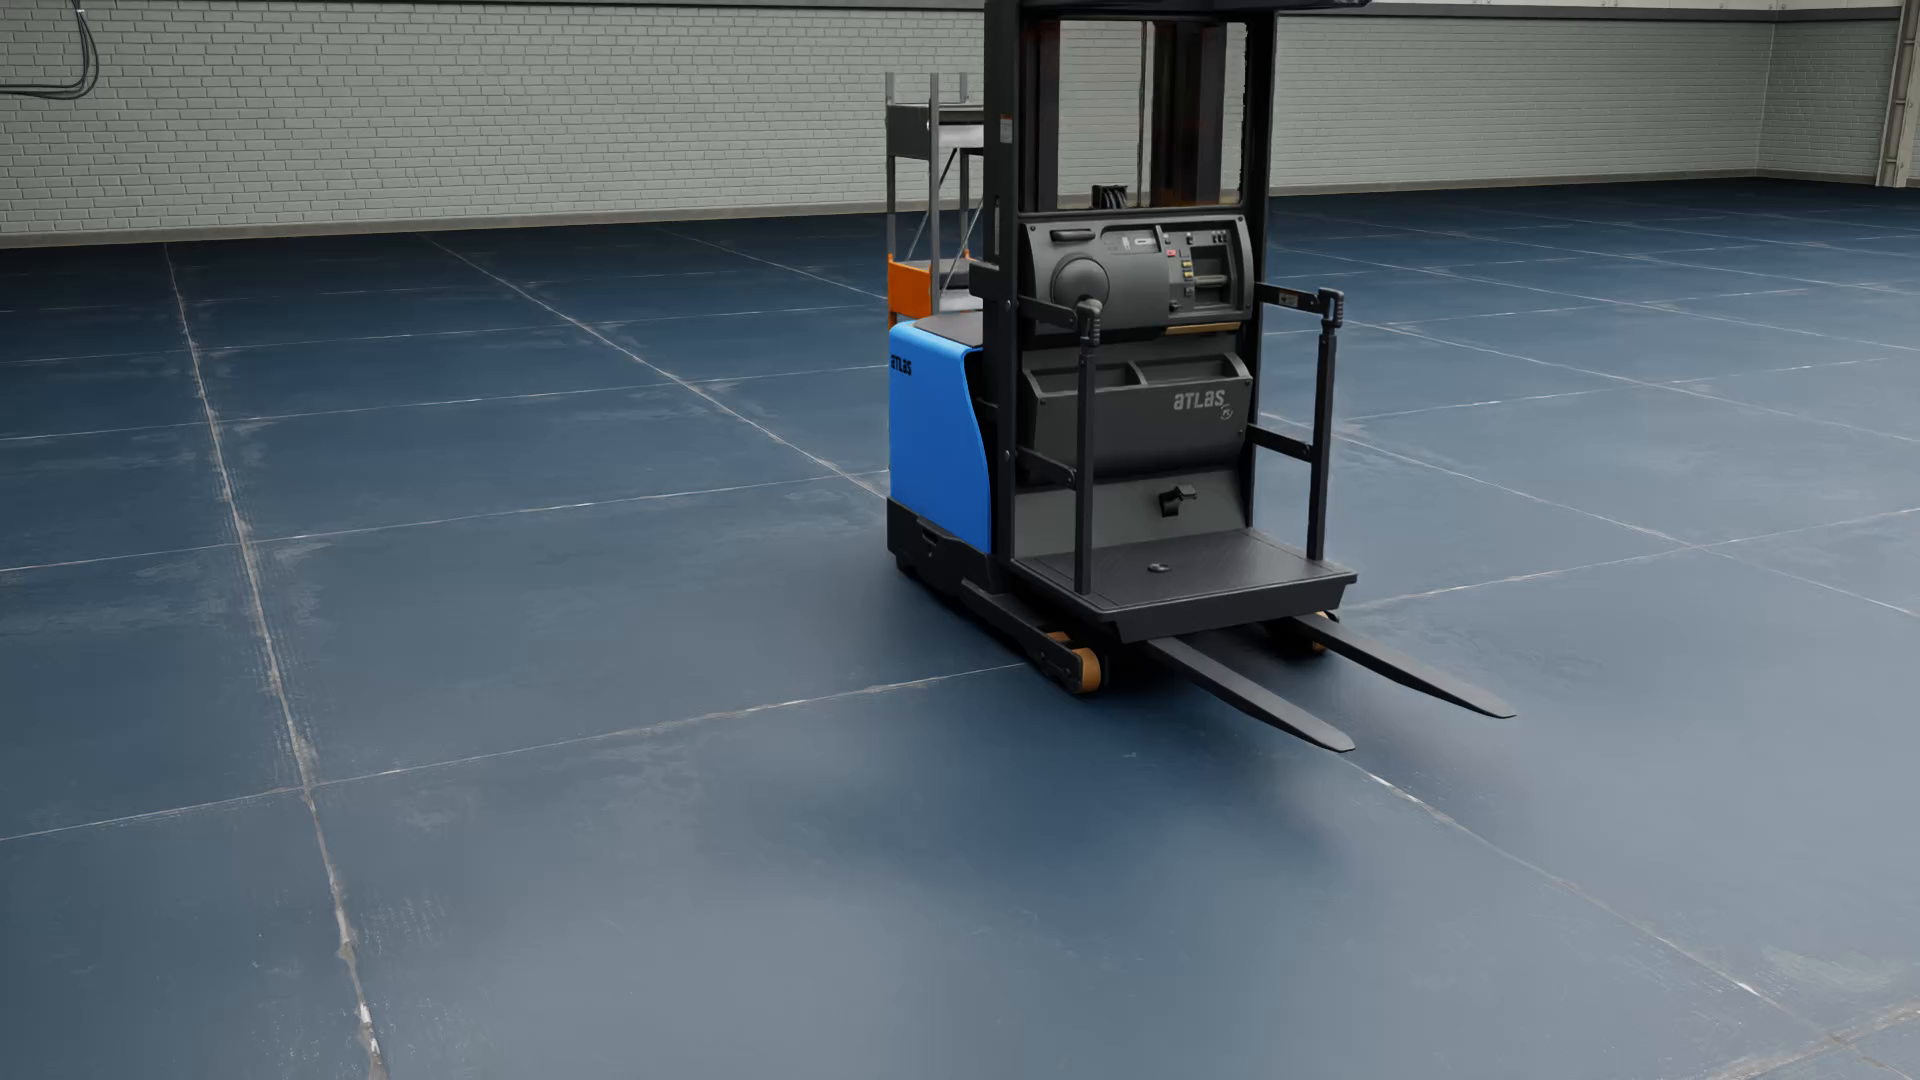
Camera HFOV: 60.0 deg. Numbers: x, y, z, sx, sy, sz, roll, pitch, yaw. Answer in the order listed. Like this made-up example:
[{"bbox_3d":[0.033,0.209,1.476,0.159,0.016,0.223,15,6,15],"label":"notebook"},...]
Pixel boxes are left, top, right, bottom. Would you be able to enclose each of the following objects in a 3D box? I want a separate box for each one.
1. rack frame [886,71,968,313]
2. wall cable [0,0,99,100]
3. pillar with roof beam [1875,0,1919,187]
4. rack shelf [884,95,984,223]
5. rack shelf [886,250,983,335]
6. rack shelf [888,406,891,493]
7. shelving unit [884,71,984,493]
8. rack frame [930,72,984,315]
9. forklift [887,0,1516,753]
[{"bbox_3d":[-0.148,-1.100,7.777,0.400,2.100,0.015,-7,18,-24],"label":"rack frame"},{"bbox_3d":[-11.661,-6.284,18.963,3.097,2.526,0.112,-8,18,-25],"label":"wall cable"},{"bbox_3d":[12.887,-10.172,26.884,9.100,9.000,0.400,-8,18,-25],"label":"pillar with roof beam"},{"bbox_3d":[-0.045,-1.699,7.376,0.431,0.518,0.480,-7,18,-24],"label":"rack shelf"},{"bbox_3d":[-0.045,-1.026,7.569,0.431,0.518,0.480,-7,18,-24],"label":"rack shelf"},{"bbox_3d":[-0.045,-0.353,7.762,0.431,0.518,0.480,-7,18,-24],"label":"rack shelf"},{"bbox_3d":[-0.045,-1.039,7.565,0.431,2.100,0.503,-7,18,-24],"label":"shelving unit"},{"bbox_3d":[0.059,-0.978,7.352,0.400,2.100,0.015,-7,18,-24],"label":"rack frame"},{"bbox_3d":[0.760,-1.000,5.923,1.130,2.935,3.031,-7,18,-24],"label":"forklift"}]
